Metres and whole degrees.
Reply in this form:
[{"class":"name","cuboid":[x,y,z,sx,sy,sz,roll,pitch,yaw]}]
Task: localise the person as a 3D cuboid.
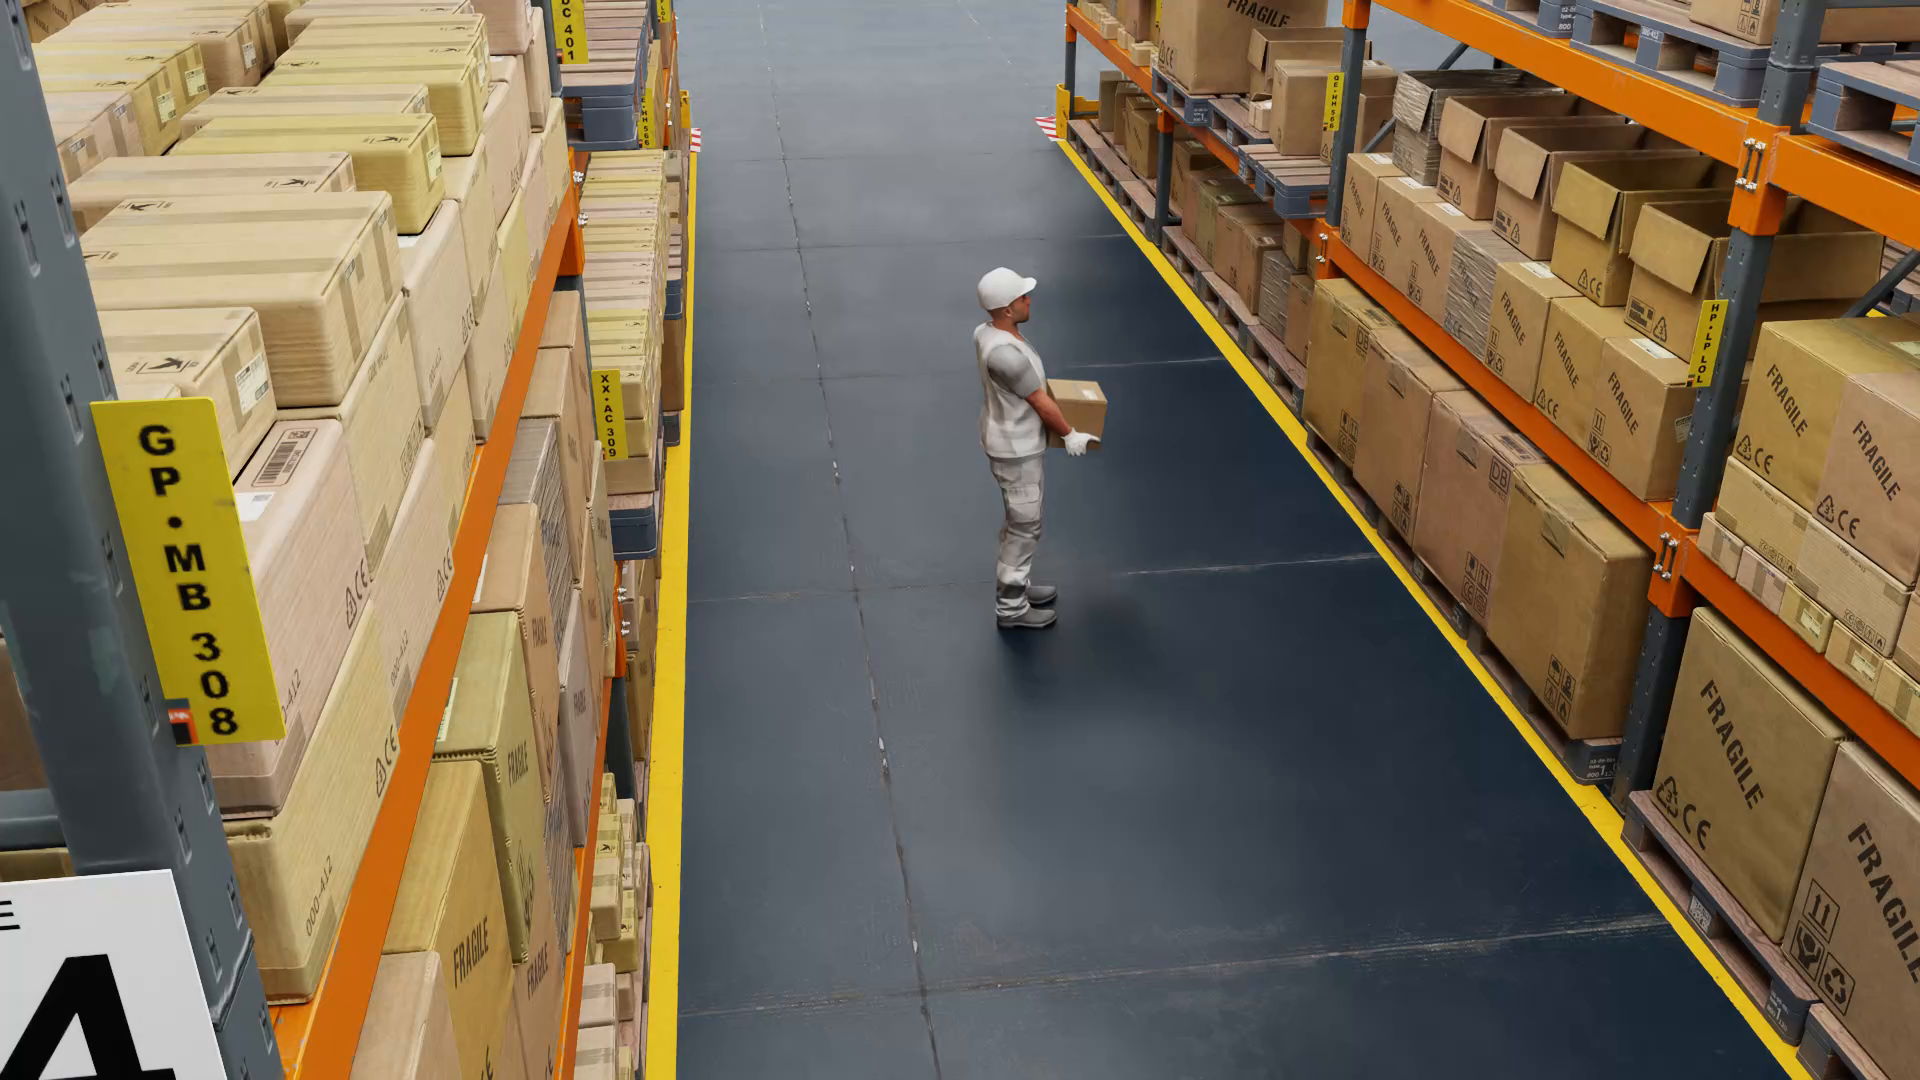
[{"class":"person","cuboid":[0.362,-0.445,7.974,0.570,1.782,0.493,-3,27,-6]}]
